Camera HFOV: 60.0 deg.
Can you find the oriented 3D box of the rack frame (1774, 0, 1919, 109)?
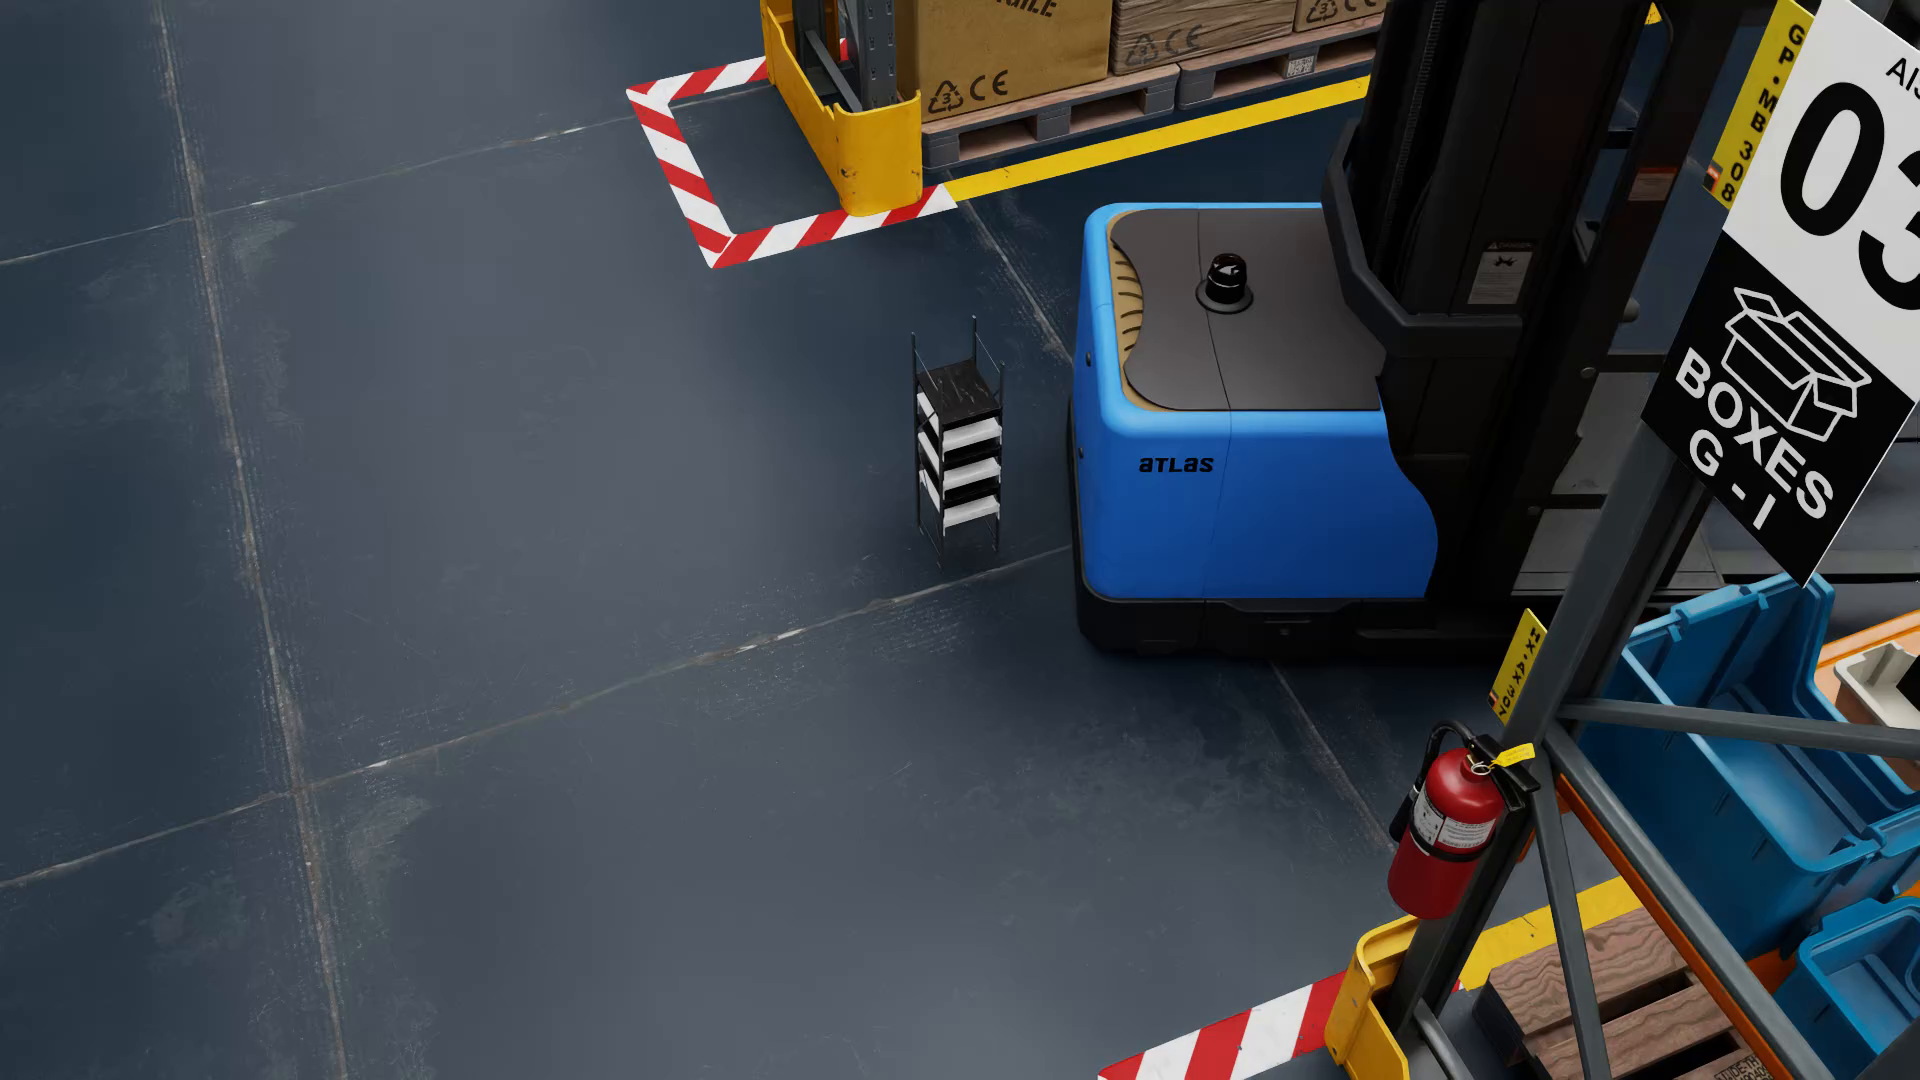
[{"bbox_3d":[1.379,-1.244,0.887,0.127,3.000,1.000,-17,52,-14],"label":"rack frame"}]

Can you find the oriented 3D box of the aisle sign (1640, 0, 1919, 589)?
[{"bbox_3d":[1.201,-0.322,2.335,0.004,0.787,0.394,-17,52,-14],"label":"aisle sign"}]

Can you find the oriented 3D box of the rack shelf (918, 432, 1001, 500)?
[{"bbox_3d":[-0.008,-0.269,5.432,0.200,0.077,0.258,-17,52,-14],"label":"rack shelf"}]

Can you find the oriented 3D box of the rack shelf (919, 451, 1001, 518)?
[{"bbox_3d":[-0.008,-0.211,5.500,0.200,0.077,0.258,-17,52,-14],"label":"rack shelf"}]

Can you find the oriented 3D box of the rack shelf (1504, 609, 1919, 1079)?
[{"bbox_3d":[3.230,0.371,3.928,4.000,0.370,1.077,-17,52,-14],"label":"rack shelf"}]

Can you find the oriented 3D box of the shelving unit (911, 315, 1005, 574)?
[{"bbox_3d":[-0.008,-0.291,5.407,0.210,0.900,0.258,-17,52,-14],"label":"shelving unit"}]

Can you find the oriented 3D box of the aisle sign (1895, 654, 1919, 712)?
[{"bbox_3d":[1.424,0.093,1.980,0.004,0.787,0.394,-17,52,-14],"label":"aisle sign"}]

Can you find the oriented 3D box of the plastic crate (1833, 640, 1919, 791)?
[{"bbox_3d":[2.065,0.416,3.550,0.243,0.136,0.396,-17,52,-14],"label":"plastic crate"}]

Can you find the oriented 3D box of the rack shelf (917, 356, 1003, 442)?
[{"bbox_3d":[-0.008,-0.445,5.227,0.200,0.077,0.258,-17,52,-14],"label":"rack shelf"}]

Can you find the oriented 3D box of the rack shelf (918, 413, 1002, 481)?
[{"bbox_3d":[-0.008,-0.328,5.364,0.200,0.077,0.258,-17,52,-14],"label":"rack shelf"}]

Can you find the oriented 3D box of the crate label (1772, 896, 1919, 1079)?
[{"bbox_3d":[1.732,0.906,3.066,0.303,0.233,0.416,-17,52,-14],"label":"crate label"}]

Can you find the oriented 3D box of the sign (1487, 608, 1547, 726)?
[{"bbox_3d":[1.156,0.276,3.429,0.005,0.325,0.100,-17,52,-14],"label":"sign"}]

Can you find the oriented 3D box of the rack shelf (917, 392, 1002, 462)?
[{"bbox_3d":[-0.008,-0.386,5.295,0.200,0.077,0.258,-17,52,-14],"label":"rack shelf"}]

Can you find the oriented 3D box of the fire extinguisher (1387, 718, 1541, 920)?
[{"bbox_3d":[1.067,0.581,3.570,0.183,0.674,0.296,-17,52,-14],"label":"fire extinguisher"}]

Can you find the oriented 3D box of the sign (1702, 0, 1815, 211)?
[{"bbox_3d":[1.156,-0.614,2.392,0.005,0.325,0.100,-17,52,-14],"label":"sign"}]

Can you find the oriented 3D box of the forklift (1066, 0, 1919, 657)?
[{"bbox_3d":[1.897,-0.962,4.644,3.031,2.935,1.130,0,49,0],"label":"forklift"}]

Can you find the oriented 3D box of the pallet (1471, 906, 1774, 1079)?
[{"bbox_3d":[2.157,1.410,4.400,1.213,0.211,1.003,-17,52,-14],"label":"pallet"}]

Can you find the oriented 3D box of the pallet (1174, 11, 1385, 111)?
[{"bbox_3d":[1.344,-2.491,7.750,1.213,0.211,1.003,-17,52,-14],"label":"pallet"}]

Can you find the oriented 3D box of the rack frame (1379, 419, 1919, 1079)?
[{"bbox_3d":[1.379,0.710,3.163,0.127,3.000,1.000,-17,52,-14],"label":"rack frame"}]

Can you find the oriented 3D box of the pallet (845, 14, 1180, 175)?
[{"bbox_3d":[0.216,-2.144,7.452,1.213,0.211,1.003,-17,52,-14],"label":"pallet"}]

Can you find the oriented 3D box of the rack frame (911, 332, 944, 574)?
[{"bbox_3d":[-0.102,-0.262,5.382,0.006,0.900,0.240,-17,52,-14],"label":"rack frame"}]

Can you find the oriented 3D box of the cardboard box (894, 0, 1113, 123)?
[{"bbox_3d":[0.068,-2.453,7.003,0.875,0.875,0.875,-17,52,-14],"label":"cardboard box"}]

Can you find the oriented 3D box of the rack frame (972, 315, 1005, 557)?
[{"bbox_3d":[0.087,-0.320,5.432,0.006,0.900,0.240,-17,52,-14],"label":"rack frame"}]

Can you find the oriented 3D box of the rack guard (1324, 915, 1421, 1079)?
[{"bbox_3d":[1.361,1.541,4.097,0.348,0.500,1.175,-17,52,-14],"label":"rack guard"}]

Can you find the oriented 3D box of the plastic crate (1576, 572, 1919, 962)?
[{"bbox_3d":[1.618,0.452,3.322,0.499,0.435,0.616,-17,52,-14],"label":"plastic crate"}]

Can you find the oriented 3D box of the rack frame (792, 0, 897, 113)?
[{"bbox_3d":[-0.494,-2.768,6.150,0.127,3.000,1.000,-17,52,-14],"label":"rack frame"}]

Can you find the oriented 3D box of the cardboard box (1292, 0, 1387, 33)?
[{"bbox_3d":[1.734,-2.969,7.446,0.875,0.875,0.875,-17,52,-14],"label":"cardboard box"}]

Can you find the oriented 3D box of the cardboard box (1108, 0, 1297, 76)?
[{"bbox_3d":[0.910,-2.714,7.227,0.875,0.875,0.875,-17,52,-14],"label":"cardboard box"}]

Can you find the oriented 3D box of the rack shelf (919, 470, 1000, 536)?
[{"bbox_3d":[-0.008,-0.152,5.568,0.200,0.077,0.258,-17,52,-14],"label":"rack shelf"}]

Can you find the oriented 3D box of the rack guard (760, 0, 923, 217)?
[{"bbox_3d":[-0.516,-1.947,7.092,0.348,0.500,1.175,-17,52,-14],"label":"rack guard"}]
